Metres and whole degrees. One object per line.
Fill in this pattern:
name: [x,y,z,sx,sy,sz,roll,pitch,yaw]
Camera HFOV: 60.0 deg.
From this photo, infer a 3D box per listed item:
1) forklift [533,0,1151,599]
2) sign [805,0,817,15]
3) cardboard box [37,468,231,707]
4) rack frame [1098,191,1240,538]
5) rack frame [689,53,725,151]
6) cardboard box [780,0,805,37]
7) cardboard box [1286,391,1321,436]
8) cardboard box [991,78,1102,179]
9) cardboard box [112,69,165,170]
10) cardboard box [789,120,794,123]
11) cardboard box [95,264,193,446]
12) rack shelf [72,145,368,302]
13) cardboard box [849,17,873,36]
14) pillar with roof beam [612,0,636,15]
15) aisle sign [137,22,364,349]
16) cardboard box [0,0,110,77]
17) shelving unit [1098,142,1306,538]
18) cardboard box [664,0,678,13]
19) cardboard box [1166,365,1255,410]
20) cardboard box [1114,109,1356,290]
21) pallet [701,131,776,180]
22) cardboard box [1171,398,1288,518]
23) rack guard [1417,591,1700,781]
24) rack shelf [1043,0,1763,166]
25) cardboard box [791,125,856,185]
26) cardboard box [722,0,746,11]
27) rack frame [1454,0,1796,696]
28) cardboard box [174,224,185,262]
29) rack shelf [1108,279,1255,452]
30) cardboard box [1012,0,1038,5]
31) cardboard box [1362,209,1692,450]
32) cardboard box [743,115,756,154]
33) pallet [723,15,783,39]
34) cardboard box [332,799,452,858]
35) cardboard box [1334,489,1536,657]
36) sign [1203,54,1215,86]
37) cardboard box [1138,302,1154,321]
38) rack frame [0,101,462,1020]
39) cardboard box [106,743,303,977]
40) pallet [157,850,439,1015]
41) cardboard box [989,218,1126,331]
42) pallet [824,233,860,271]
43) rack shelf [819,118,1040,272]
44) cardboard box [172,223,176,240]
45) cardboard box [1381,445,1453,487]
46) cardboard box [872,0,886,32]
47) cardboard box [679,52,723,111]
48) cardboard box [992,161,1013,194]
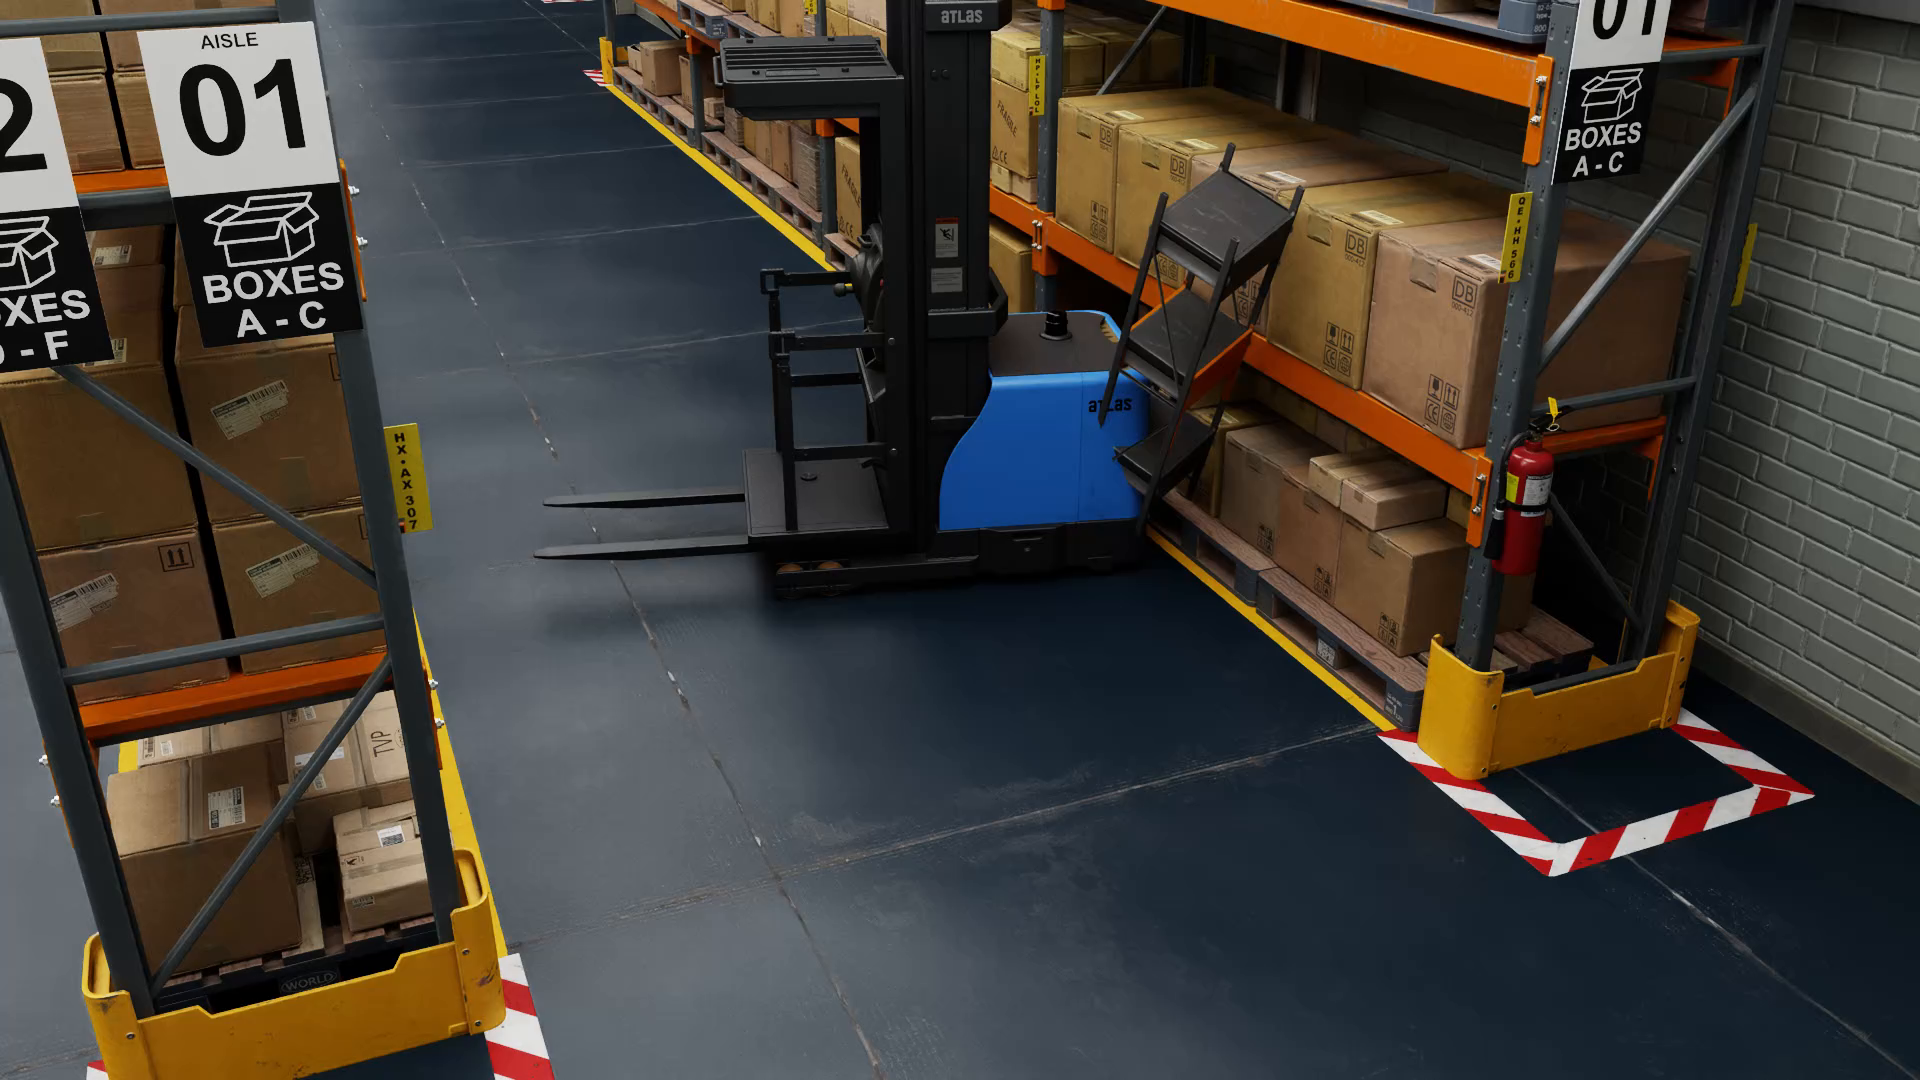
forklift: [-0.623,-1.277,8.025,3.031,2.935,1.130,-4,26,-8]
sign: [-1.132,-4.159,12.619,0.100,0.325,0.005,-11,28,-21]
cardboard box: [-2.486,0.132,4.946,0.500,0.500,0.500,-10,28,-19]
rack frame: [0.858,-0.692,7.651,0.400,2.100,0.015,38,56,19]
rack frame: [-2.203,-5.386,16.362,1.000,3.000,0.127,-11,28,-21]
cardboard box: [-1.074,-4.423,13.774,0.700,0.500,0.500,-13,29,-25]
cardboard box: [1.865,-0.659,8.312,0.380,0.149,0.250,-10,28,-20]
cardboard box: [0.517,-2.487,9.949,0.500,0.500,0.500,-11,28,-21]
cardboard box: [-2.028,-1.220,4.583,0.500,0.250,0.500,-11,28,-21]
cardboard box: [-1.338,-3.912,14.836,0.500,0.250,0.500,-11,28,-21]
cardboard box: [-2.686,-0.519,5.141,0.500,0.500,0.500,-10,28,-19]
rack shelf: [-2.844,-1.521,5.847,1.077,0.370,4.000,-11,28,-21]
cardboard box: [-0.486,-3.505,12.035,0.500,0.500,0.500,-10,28,-19]
pillar with roof beam: [-9.011,-11.245,21.525,9.100,9.000,0.400,-11,28,-21]
aisle sign: [-1.764,-0.880,4.170,0.394,0.787,0.004,-11,28,-21]
cardboard box: [-2.496,-1.357,4.294,0.500,0.250,0.500,-11,28,-21]
shelving unit: [1.018,-0.825,7.779,0.431,2.100,0.503,38,56,19]
cardboard box: [-2.668,-5.467,16.675,0.500,0.250,0.500,-11,28,-20]
cardboard box: [1.299,-0.813,8.628,0.380,0.149,0.250,-11,28,-22]
cardboard box: [1.408,-1.774,8.622,0.980,0.700,0.700,-11,28,-22]
pallet: [-1.897,-3.819,16.331,1.003,0.211,1.213,-11,28,-21]
cardboard box: [1.521,-0.491,8.707,0.700,0.500,0.500,-10,28,-19]
rack guard: [2.505,0.592,6.969,1.175,0.500,0.348,-11,28,-21]
rack shelf: [1.713,-2.373,7.593,1.077,0.370,4.000,-11,28,-21]
cardboard box: [-1.062,-3.355,14.550,0.700,0.500,0.500,-11,28,-21]
cardboard box: [-1.823,-5.190,15.346,0.700,0.500,0.500,-8,27,-15]
rack frame: [2.496,-0.541,6.440,1.000,3.000,0.127,-11,28,-21]
cardboard box: [-2.395,-0.820,5.757,0.500,0.500,0.500,-10,28,-20]
rack shelf: [1.017,-0.817,7.789,0.431,0.518,0.480,38,56,19]
cardboard box: [0.377,-3.534,11.239,0.500,0.250,0.500,-11,28,-22]
cardboard box: [2.287,-0.880,6.792,0.980,0.700,0.700,-9,28,-18]
cardboard box: [-1.651,-3.966,15.802,0.700,0.500,0.500,-11,28,-22]
pallet: [-1.450,-4.477,14.719,1.003,0.211,1.213,-11,28,-21]
cardboard box: [-2.006,1.058,5.893,0.380,0.166,0.250,-11,28,-21]
cardboard box: [2.130,0.128,7.440,0.700,0.500,0.500,-11,28,-21]
sign: [1.440,-2.677,9.737,0.100,0.325,0.005,-11,28,-21]
cardboard box: [1.254,-1.286,9.597,0.380,0.149,0.250,-11,28,-21]
rack frame: [-2.060,0.311,4.694,1.000,3.000,0.127,-11,28,-21]
cardboard box: [-2.500,1.060,5.508,0.500,0.500,0.500,-11,28,-21]
pallet: [-2.403,1.212,6.027,1.003,0.211,1.213,-11,28,-21]
cardboard box: [0.555,-1.619,10.618,0.750,0.750,0.750,-10,28,-20]
pallet: [-0.397,-2.187,12.988,1.003,0.211,1.213,-11,28,-21]
rack shelf: [0.146,-2.640,11.559,1.077,0.370,4.000,-11,28,-21]
cardboard box: [-3.298,-1.143,6.419,0.500,0.500,0.500,-11,28,-22]
cardboard box: [2.164,-0.352,7.683,0.380,0.149,0.250,-10,28,-20]
cardboard box: [-0.286,-3.650,11.476,0.500,0.250,0.500,-10,28,-20]
cardboard box: [-2.647,-4.872,17.658,0.500,0.500,0.500,-13,29,-24]
cardboard box: [0.416,-2.238,10.178,0.380,0.149,0.250,-10,28,-20]
